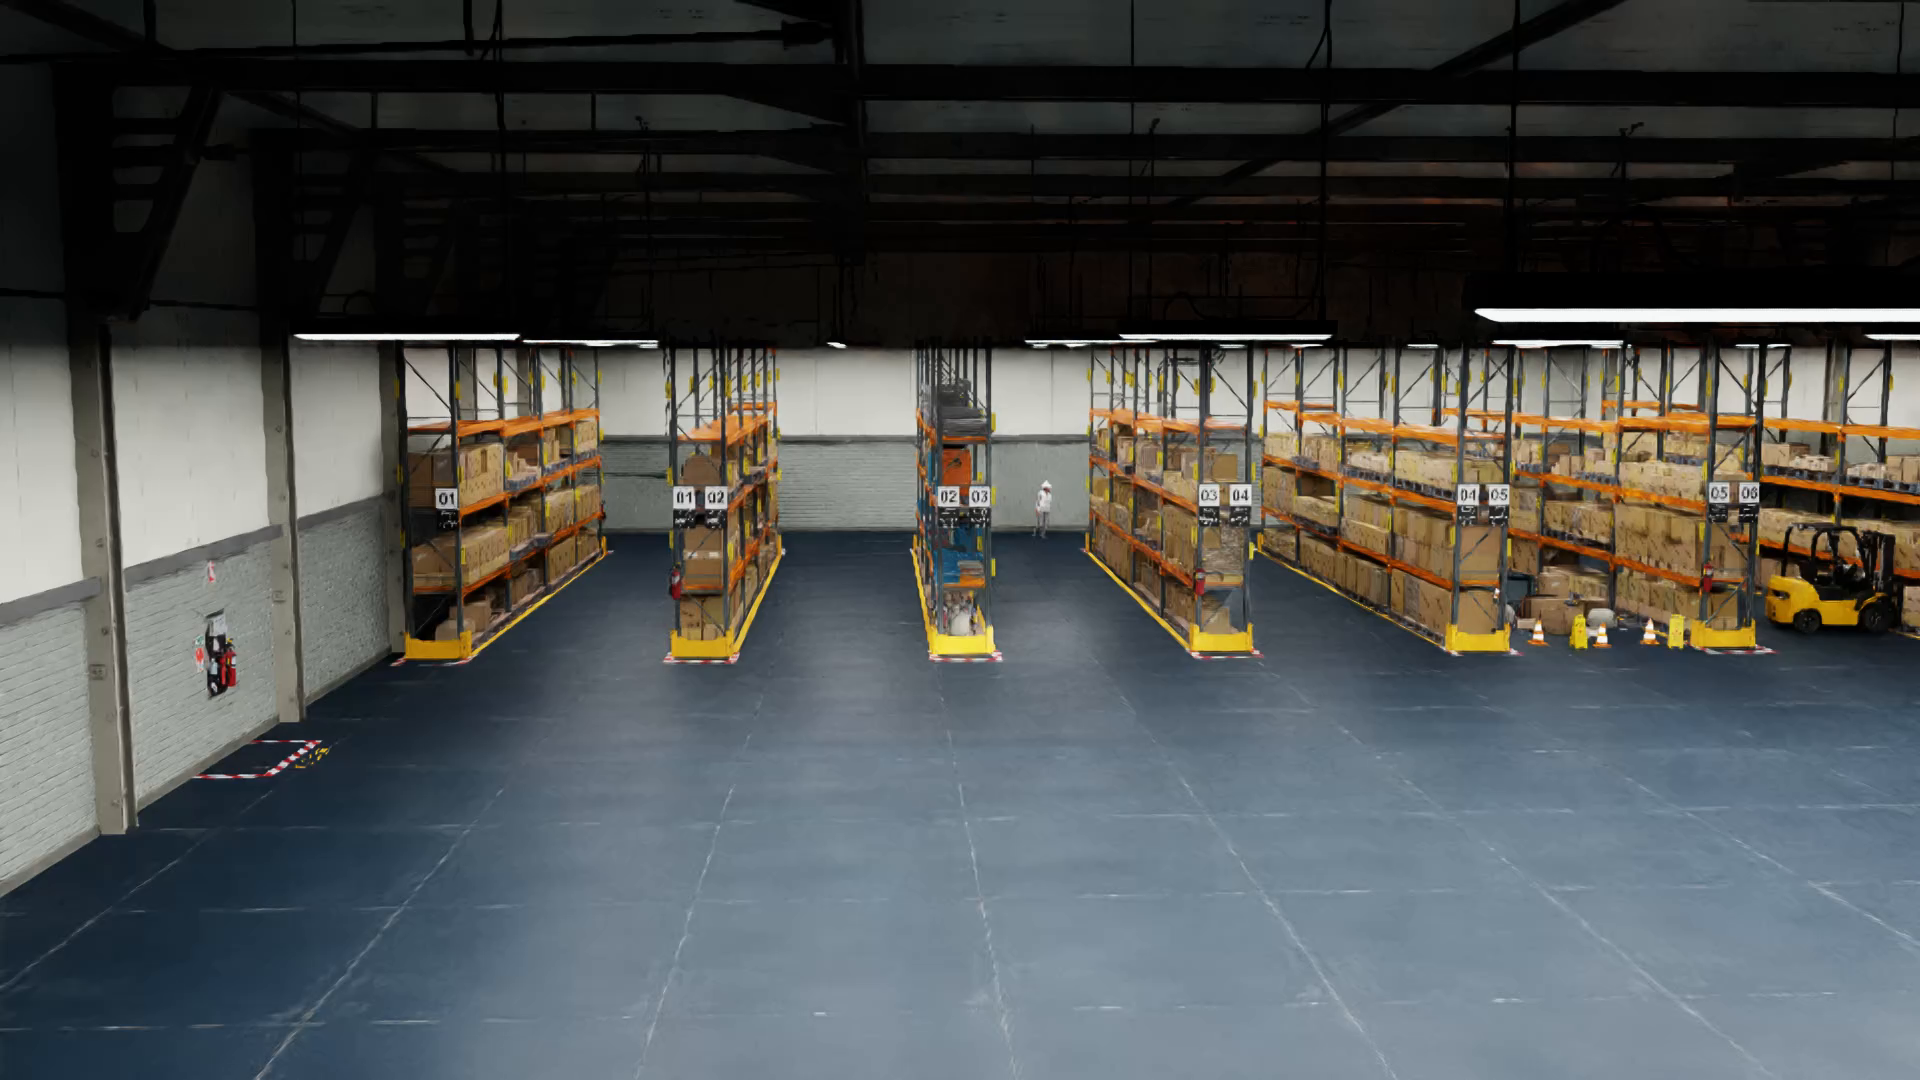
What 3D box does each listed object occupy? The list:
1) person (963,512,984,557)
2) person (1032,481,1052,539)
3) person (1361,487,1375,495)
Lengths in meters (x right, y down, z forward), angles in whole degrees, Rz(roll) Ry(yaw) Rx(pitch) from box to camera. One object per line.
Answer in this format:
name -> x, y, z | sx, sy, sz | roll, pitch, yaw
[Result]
person -> 0.214, -0.361, 46.007 | 0.701, 1.718, 0.849 | -2, 7, -19
person -> 2.510, -0.920, 50.811 | 0.588, 1.765, 0.567 | -5, 8, -39
person -> 12.892, -1.045, 52.385 | 0.512, 1.661, 0.537 | 4, 8, 34
